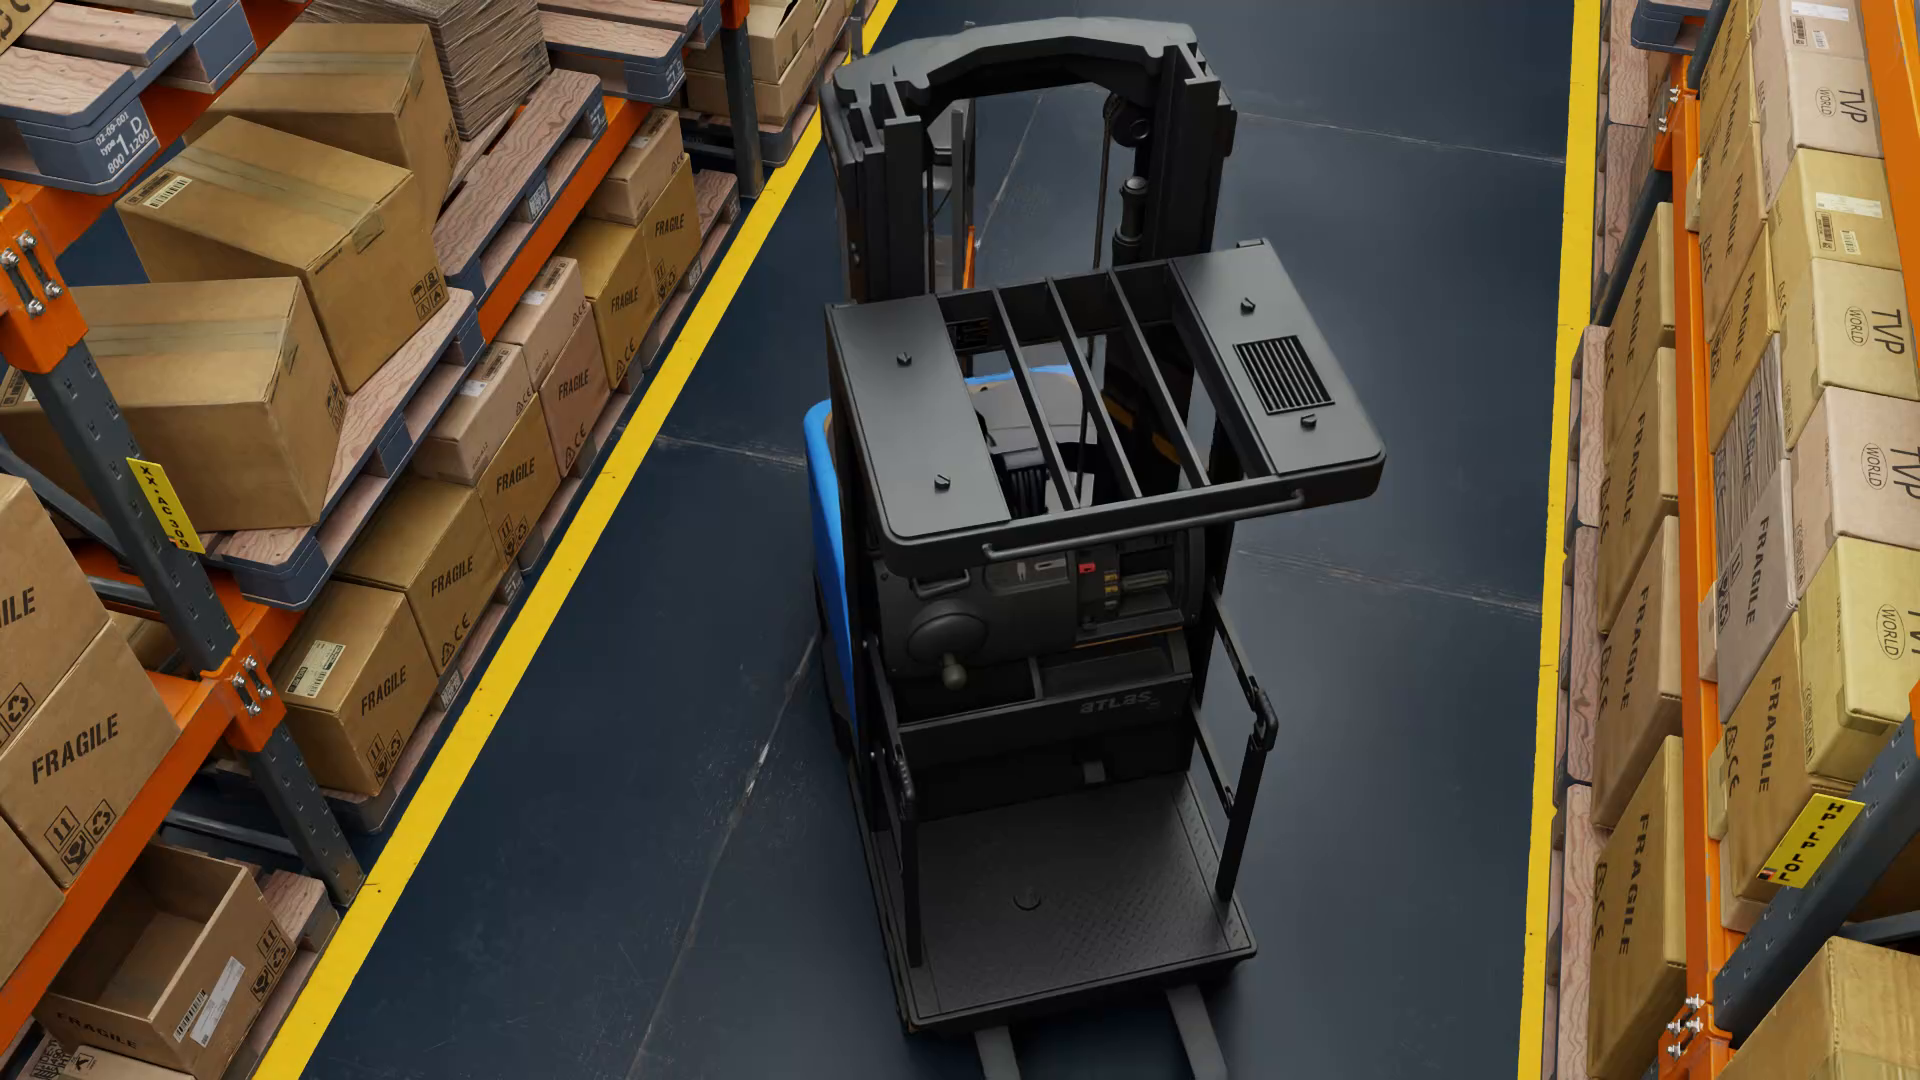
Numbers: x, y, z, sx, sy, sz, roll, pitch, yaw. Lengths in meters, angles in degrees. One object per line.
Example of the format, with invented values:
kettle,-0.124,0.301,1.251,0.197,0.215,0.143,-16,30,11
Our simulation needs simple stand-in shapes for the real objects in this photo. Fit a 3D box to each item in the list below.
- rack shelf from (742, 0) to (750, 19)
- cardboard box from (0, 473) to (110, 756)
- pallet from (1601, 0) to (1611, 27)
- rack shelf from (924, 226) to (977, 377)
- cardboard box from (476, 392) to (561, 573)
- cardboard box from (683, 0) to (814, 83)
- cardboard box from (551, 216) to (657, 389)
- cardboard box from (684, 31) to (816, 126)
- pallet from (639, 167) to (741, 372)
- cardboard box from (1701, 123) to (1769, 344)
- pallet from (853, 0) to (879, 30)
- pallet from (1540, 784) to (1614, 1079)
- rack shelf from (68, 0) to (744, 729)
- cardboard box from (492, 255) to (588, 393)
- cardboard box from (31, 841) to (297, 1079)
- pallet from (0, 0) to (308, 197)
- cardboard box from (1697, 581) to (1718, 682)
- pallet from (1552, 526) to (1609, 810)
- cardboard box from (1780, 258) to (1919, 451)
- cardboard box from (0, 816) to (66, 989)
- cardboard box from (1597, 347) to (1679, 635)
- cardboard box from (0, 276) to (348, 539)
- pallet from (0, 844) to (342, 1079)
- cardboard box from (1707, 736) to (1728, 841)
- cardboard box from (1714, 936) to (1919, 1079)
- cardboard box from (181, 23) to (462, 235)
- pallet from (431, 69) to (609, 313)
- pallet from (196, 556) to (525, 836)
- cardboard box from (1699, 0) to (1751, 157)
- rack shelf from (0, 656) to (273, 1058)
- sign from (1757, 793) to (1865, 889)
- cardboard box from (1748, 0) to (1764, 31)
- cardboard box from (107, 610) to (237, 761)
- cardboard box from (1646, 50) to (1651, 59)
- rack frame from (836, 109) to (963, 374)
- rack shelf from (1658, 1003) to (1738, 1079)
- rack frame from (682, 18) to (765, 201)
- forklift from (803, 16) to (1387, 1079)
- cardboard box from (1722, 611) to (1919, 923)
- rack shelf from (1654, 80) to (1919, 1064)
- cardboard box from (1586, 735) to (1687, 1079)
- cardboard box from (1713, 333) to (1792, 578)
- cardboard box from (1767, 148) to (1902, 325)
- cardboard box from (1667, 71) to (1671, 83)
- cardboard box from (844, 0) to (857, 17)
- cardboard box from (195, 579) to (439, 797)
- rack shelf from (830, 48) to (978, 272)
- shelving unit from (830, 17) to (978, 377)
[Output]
rack shelf,-0.935,-4.000,8.678,1.077,0.370,4.000,12,50,10
cardboard box,-2.398,0.155,3.798,0.500,0.500,0.500,12,50,10
pallet,4.168,-3.224,9.373,1.003,0.211,1.213,12,50,10
rack shelf,-0.171,-0.782,5.977,0.431,0.518,0.480,3,49,3
cardboard box,-1.883,-0.267,6.277,0.500,0.500,0.500,12,50,10
cardboard box,-1.040,-2.527,8.078,0.500,0.311,0.500,13,50,11
cardboard box,-1.618,-1.013,6.936,0.500,0.500,0.500,10,49,9
cardboard box,-1.040,-2.342,8.289,0.500,0.250,0.500,11,50,10
pallet,-1.694,-1.336,7.707,1.003,0.211,1.213,12,50,10
cardboard box,2.665,-0.918,5.200,0.500,0.500,0.500,11,50,10
pallet,-0.884,-3.336,9.473,1.003,0.211,1.213,12,50,10
pallet,2.396,1.426,5.269,1.003,0.211,1.213,12,50,10
rack shelf,-1.988,-1.107,6.125,1.077,0.370,4.000,12,50,10
cardboard box,-1.757,-0.853,6.295,0.500,0.250,0.500,11,49,9
cardboard box,-2.390,1.251,4.938,0.500,0.500,0.500,12,50,10
pallet,-2.275,-1.287,3.928,1.213,0.211,1.003,12,50,10
cardboard box,2.250,0.284,4.572,0.380,0.149,0.250,12,50,10
pallet,2.715,0.541,6.051,1.003,0.211,1.213,12,50,10
cardboard box,2.420,-0.435,4.273,0.500,0.250,0.500,12,50,11
cardboard box,-2.533,0.854,3.848,0.500,0.500,0.500,13,50,11
cardboard box,2.762,-0.106,5.915,0.750,0.750,0.750,11,50,10
cardboard box,-2.174,-0.369,4.647,0.700,0.500,0.500,-3,49,-3
pallet,-2.696,1.521,5.186,1.003,0.211,1.213,12,50,10
cardboard box,2.125,0.665,4.235,0.380,0.149,0.250,12,50,11
cardboard box,2.107,1.366,3.262,0.980,0.700,0.700,12,50,11
cardboard box,-2.109,-1.360,5.522,0.700,0.500,0.500,0,49,0
pallet,-1.969,-1.320,5.962,1.003,0.211,1.213,12,50,10
pallet,-2.337,0.429,6.150,1.003,0.211,1.213,12,50,10
cardboard box,2.944,-1.654,5.850,0.500,0.500,0.500,13,50,11
rack shelf,-3.041,1.786,3.571,1.077,0.370,4.000,12,50,10
sign,1.740,0.620,3.402,0.100,0.325,0.005,12,50,10
cardboard box,2.943,-1.905,5.571,0.500,0.250,0.500,13,50,11
cardboard box,-2.661,0.370,5.716,0.500,0.500,0.500,11,50,10
cardboard box,3.933,-2.748,8.467,0.700,0.500,0.500,12,50,10
rack frame,-0.190,-0.609,5.805,0.400,2.100,0.015,3,49,3
rack shelf,1.739,2.761,2.711,1.077,0.370,4.000,12,50,10
rack frame,-1.461,-2.792,7.132,1.000,3.000,0.127,12,50,10
forklift,0.282,0.267,4.478,1.130,2.935,3.031,-10,49,-9
cardboard box,2.144,0.555,3.900,0.500,0.500,0.500,11,49,9
rack shelf,2.792,-0.132,5.265,1.077,0.370,4.000,12,50,10
cardboard box,2.311,1.153,4.804,0.750,0.750,0.750,12,50,10
cardboard box,2.409,-0.178,4.547,0.500,0.500,0.500,12,50,10
cardboard box,2.554,-0.804,4.599,0.500,0.250,0.500,11,49,9
cardboard box,3.706,-2.016,7.821,0.700,0.500,0.500,11,50,10
cardboard box,-0.778,-3.083,8.943,0.500,0.250,0.500,10,49,9
cardboard box,-2.152,0.481,5.617,0.500,0.500,0.500,10,49,8
rack shelf,-0.171,-1.245,5.452,0.431,0.518,0.480,3,49,3
shelving unit,-0.171,-0.791,5.966,0.431,2.100,0.503,3,49,3
